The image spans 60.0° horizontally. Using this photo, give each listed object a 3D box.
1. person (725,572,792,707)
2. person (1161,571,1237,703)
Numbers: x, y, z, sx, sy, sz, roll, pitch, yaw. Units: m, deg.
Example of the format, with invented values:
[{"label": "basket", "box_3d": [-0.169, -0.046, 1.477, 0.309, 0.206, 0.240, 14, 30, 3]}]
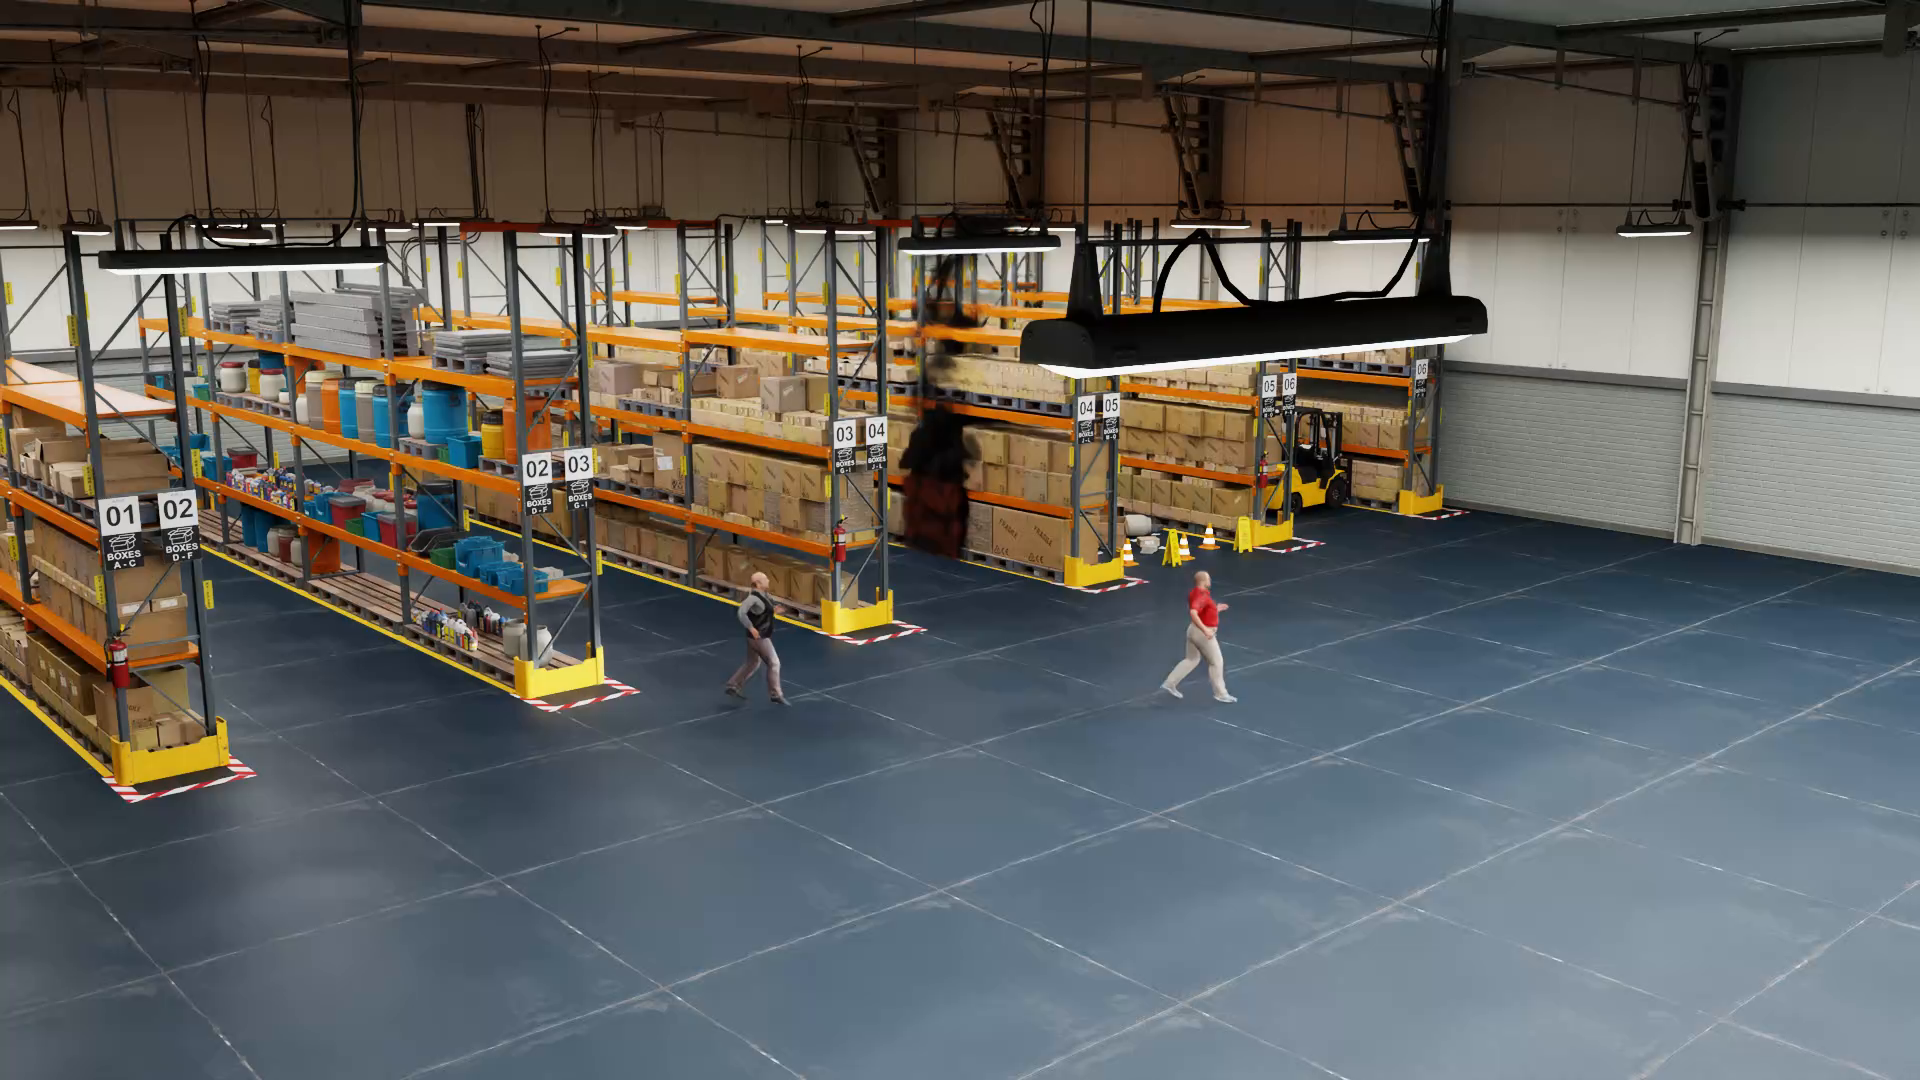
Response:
[{"label": "person", "box_3d": [-2.592, 1.268, 21.249, 0.858, 1.766, 0.636, -1, 12, -7]}, {"label": "person", "box_3d": [3.094, 1.242, 21.259, 0.953, 1.733, 0.658, -3, 12, -14]}]
